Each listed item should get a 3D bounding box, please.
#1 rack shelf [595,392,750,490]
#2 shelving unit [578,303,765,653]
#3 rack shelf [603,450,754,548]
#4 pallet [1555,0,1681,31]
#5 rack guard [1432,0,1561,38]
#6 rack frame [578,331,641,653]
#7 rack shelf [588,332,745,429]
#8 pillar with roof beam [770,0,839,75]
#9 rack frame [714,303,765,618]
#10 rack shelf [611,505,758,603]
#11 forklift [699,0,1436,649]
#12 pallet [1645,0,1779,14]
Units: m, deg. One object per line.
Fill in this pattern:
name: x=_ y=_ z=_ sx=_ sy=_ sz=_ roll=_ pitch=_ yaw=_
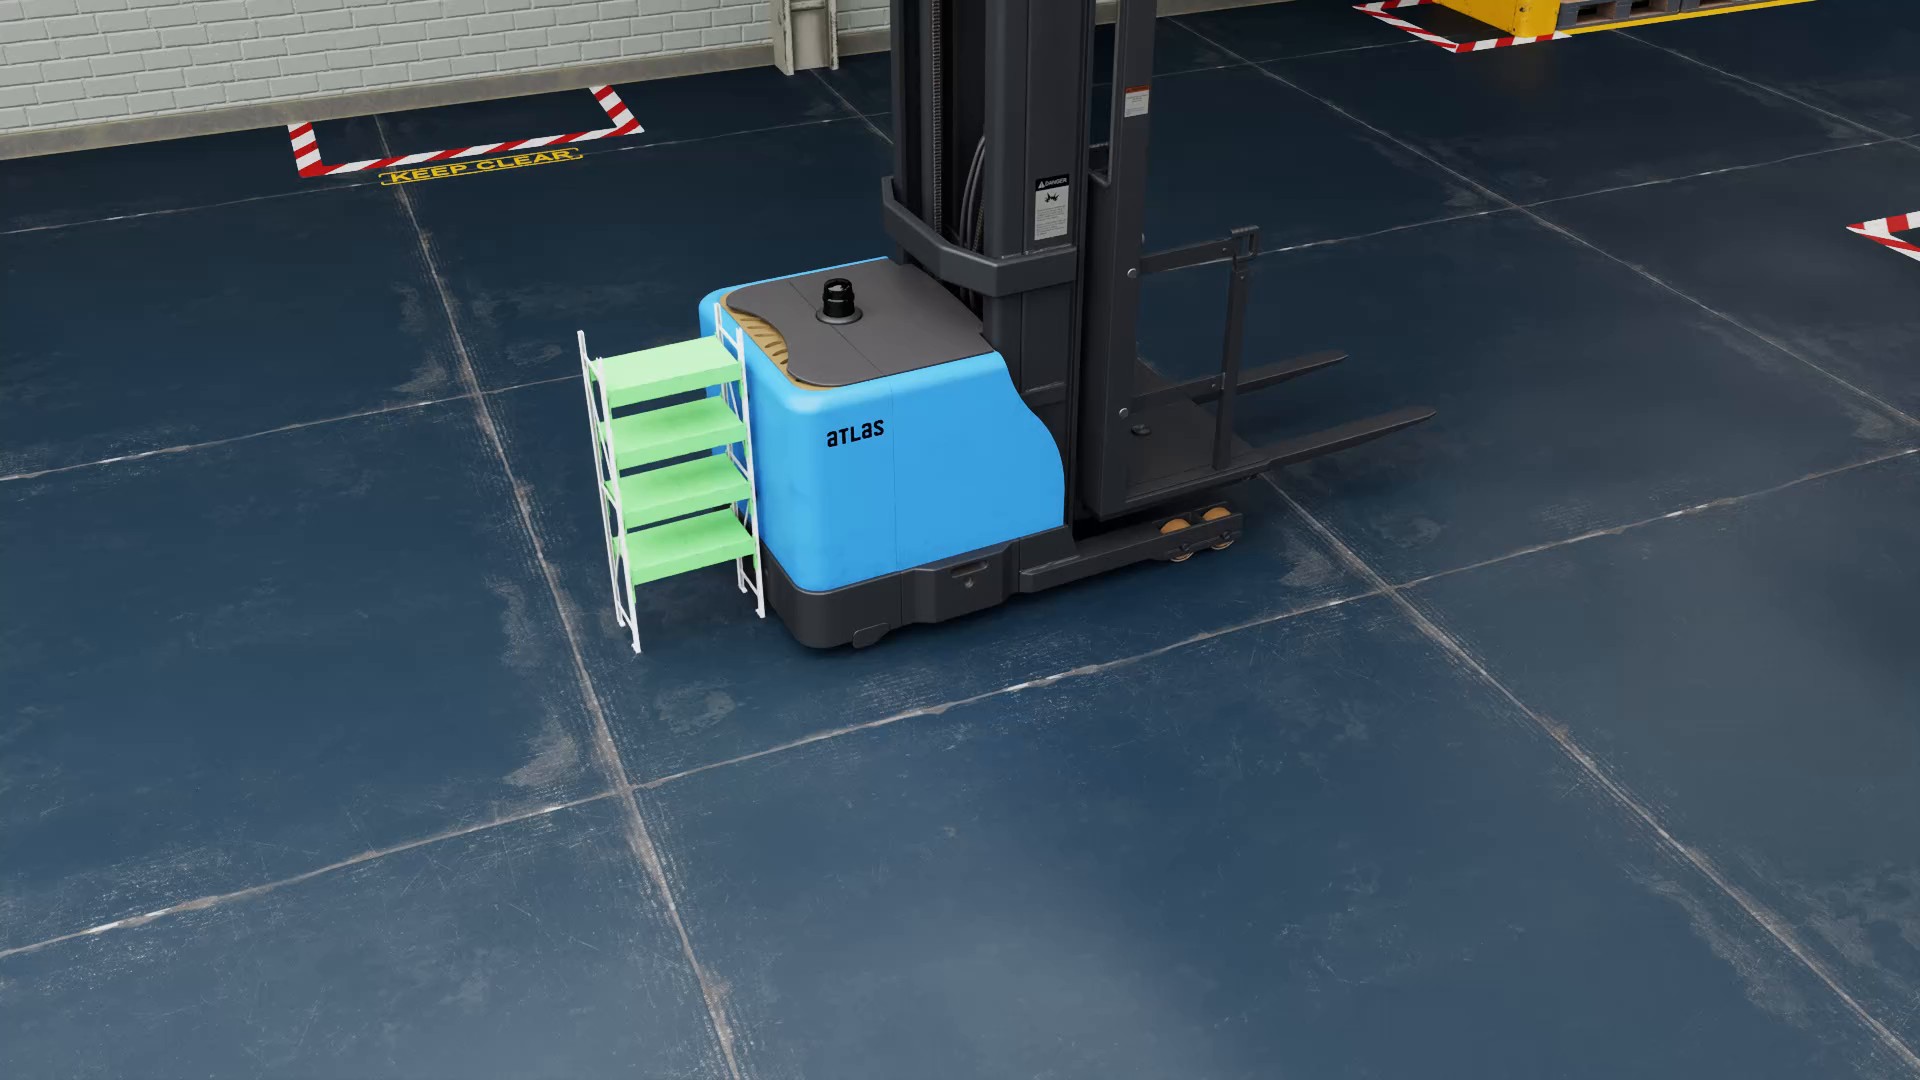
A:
rack shelf: x=-1.018 y=-0.354 z=5.872 sx=0.480 sy=0.148 sz=0.258 roll=-15 pitch=36 yaw=-22
shelving unit: x=-1.018 y=-0.207 z=5.968 sx=0.503 sy=1.200 sz=0.258 roll=-15 pitch=36 yaw=-22
rack shelf: x=-1.018 y=-0.153 z=6.003 sx=0.480 sy=0.148 sz=0.258 roll=-15 pitch=36 yaw=-22
pallet: x=4.944 y=-4.367 z=13.268 sx=1.213 sy=0.211 sz=1.003 roll=-13 pitch=35 yaw=-19
rack guard: x=4.182 y=-4.334 z=12.953 sx=0.348 sy=0.500 sz=1.175 roll=-13 pitch=35 yaw=-19
rack frame: x=-1.235 y=-0.147 z=5.875 sx=0.015 sy=1.200 sz=0.240 roll=-15 pitch=36 yaw=-22
rack shelf: x=-1.018 y=-0.556 z=5.741 sx=0.480 sy=0.148 sz=0.258 roll=-15 pitch=36 yaw=-22
pillar with roof beam: x=0.556 y=-5.032 z=6.232 sx=0.400 sy=9.000 sz=9.100 roll=-13 pitch=35 yaw=-19
rack frame: x=-0.800 y=-0.267 z=6.060 sx=0.015 sy=1.200 sz=0.240 roll=-15 pitch=36 yaw=-22
rack shelf: x=-1.018 y=0.048 z=6.133 sx=0.480 sy=0.148 sz=0.258 roll=-15 pitch=36 yaw=-22
forklift: x=0.562 y=-1.384 z=6.189 sx=3.031 sy=2.935 sz=1.130 roll=-15 pitch=36 yaw=-22
pallet: x=6.067 y=-4.622 z=13.660 sx=1.213 sy=0.211 sz=1.003 roll=-13 pitch=35 yaw=-19
